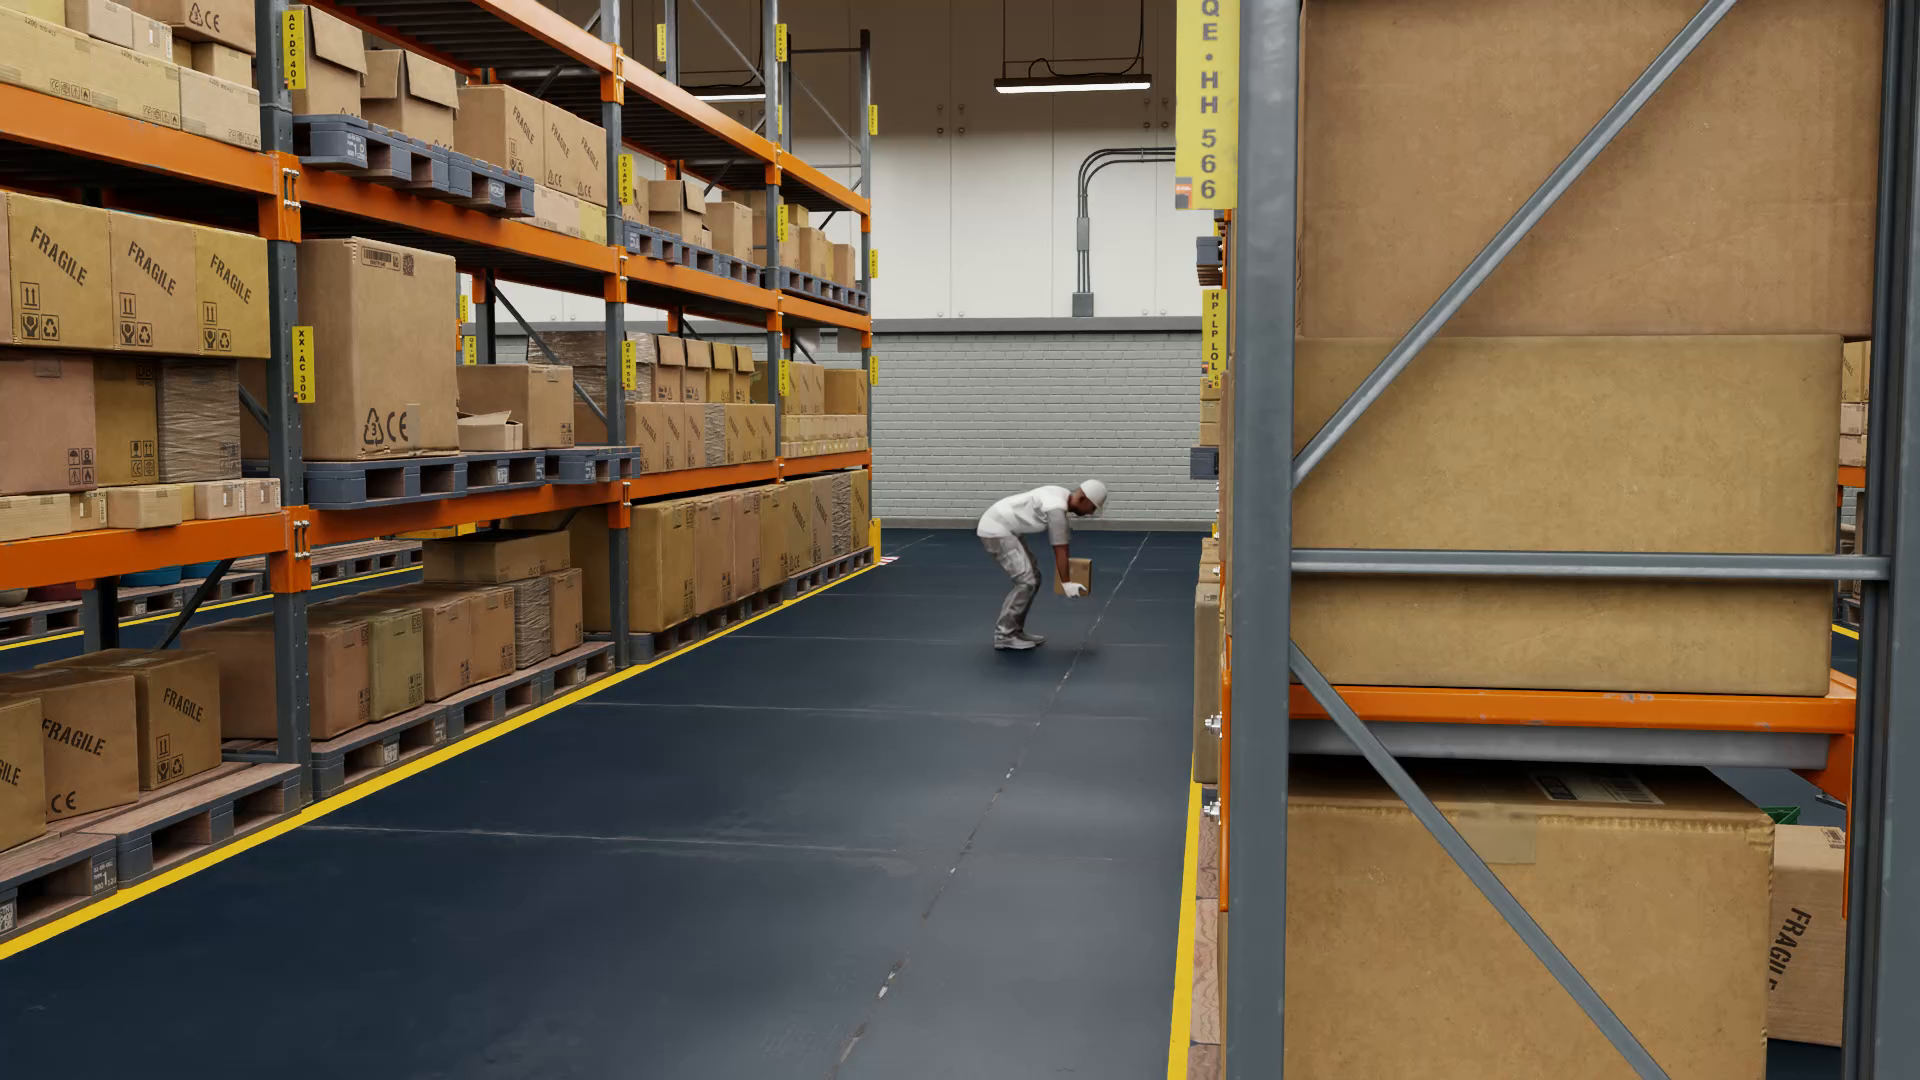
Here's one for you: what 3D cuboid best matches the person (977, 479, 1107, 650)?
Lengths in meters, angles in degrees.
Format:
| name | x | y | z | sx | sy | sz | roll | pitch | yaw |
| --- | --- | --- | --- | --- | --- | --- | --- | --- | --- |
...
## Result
| name | x | y | z | sx | sy | sz | roll | pitch | yaw |
| --- | --- | --- | --- | --- | --- | --- | --- | --- | --- |
| person | 0.603 | 0.172 | 12.242 | 0.953 | 1.239 | 0.517 | 0 | 4 | 6 |
